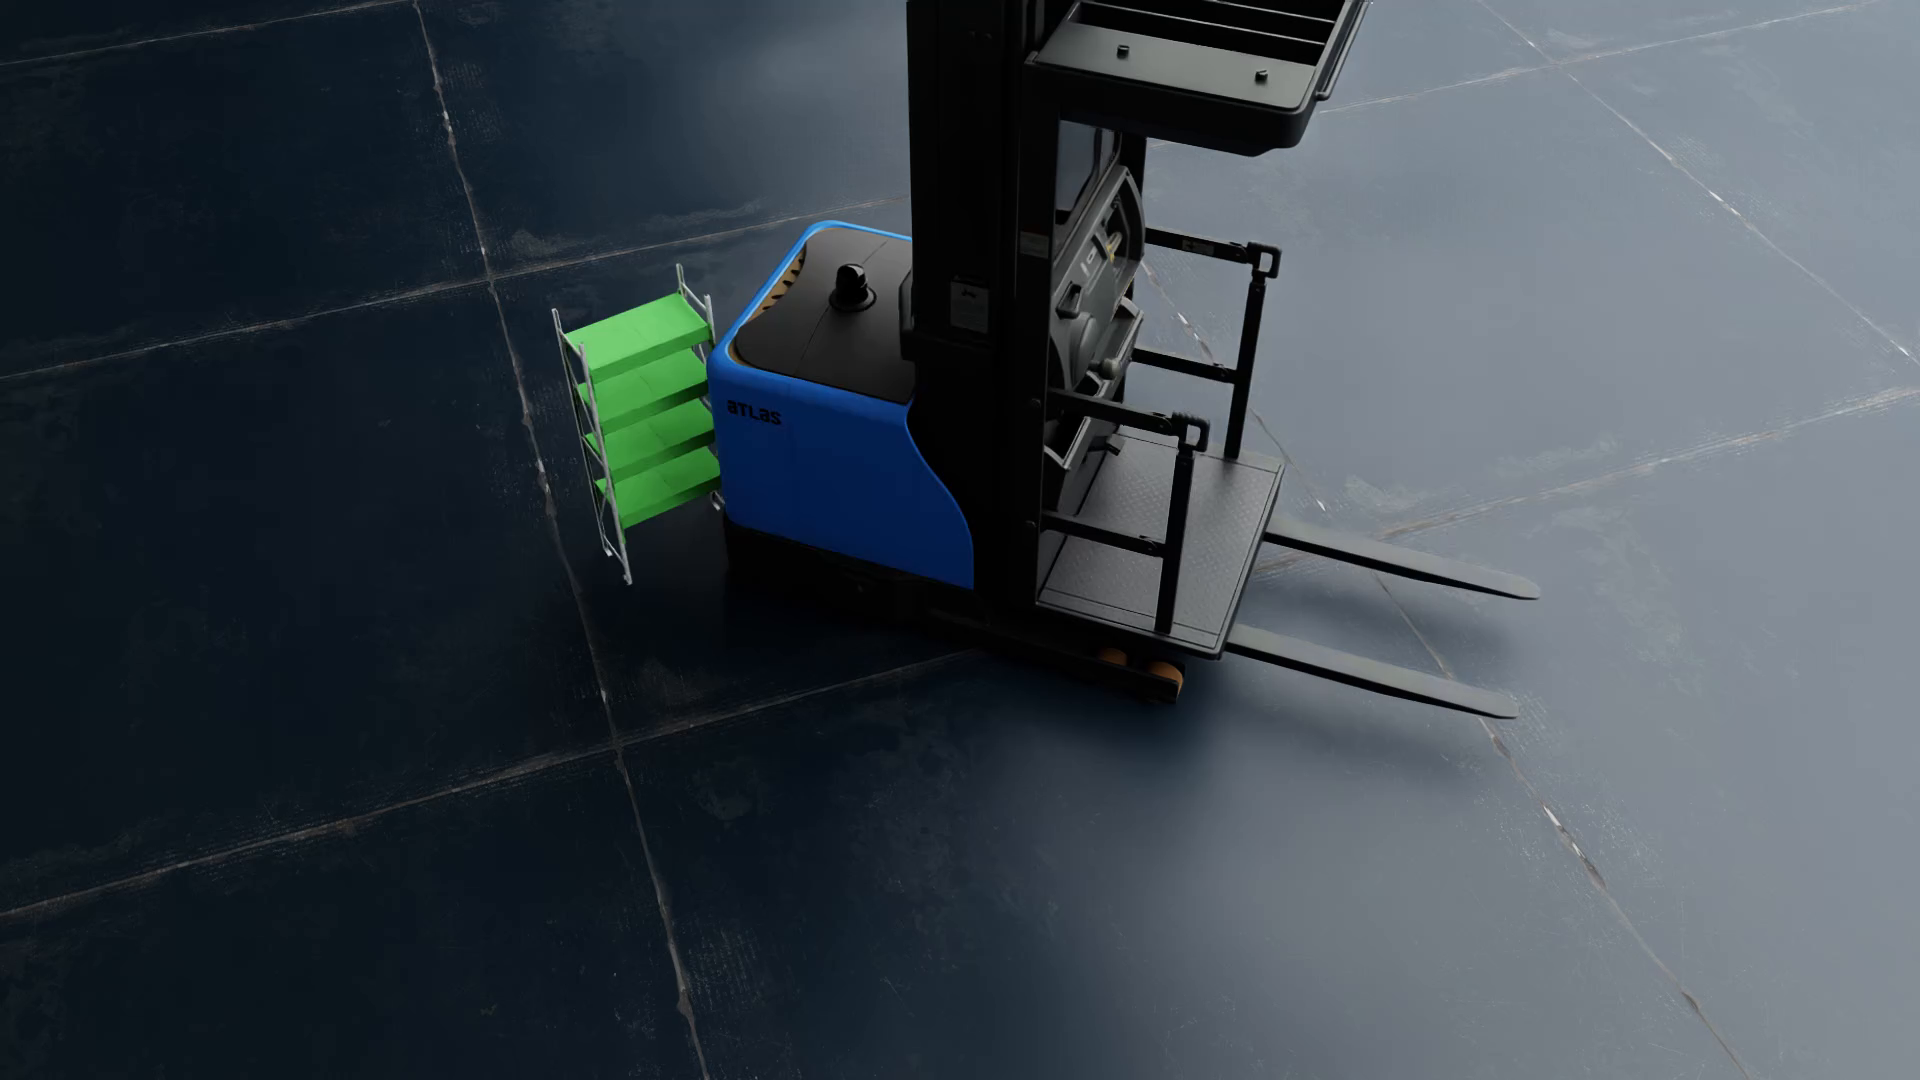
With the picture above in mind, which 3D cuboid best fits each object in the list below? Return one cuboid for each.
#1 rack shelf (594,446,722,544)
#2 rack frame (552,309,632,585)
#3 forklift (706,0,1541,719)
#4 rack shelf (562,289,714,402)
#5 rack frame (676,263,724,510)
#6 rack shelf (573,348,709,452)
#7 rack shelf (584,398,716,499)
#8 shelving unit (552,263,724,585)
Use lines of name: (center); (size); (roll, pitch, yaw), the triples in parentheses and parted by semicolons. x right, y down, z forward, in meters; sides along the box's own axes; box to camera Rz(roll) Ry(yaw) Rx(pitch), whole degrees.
rack shelf: (-1.165, -0.201, 6.533); (0.480, 0.148, 0.258); (-25, 50, -23)
rack frame: (-1.368, -0.320, 6.222); (0.015, 1.200, 0.240); (-25, 50, -23)
forklift: (0.651, -0.856, 5.533); (3.031, 2.935, 1.130); (15, 47, 14)
rack shelf: (-1.165, -0.710, 6.023); (0.480, 0.148, 0.258); (-25, 50, -23)
rack frame: (-0.963, -0.512, 6.413); (0.015, 1.200, 0.240); (-25, 50, -23)
rack shelf: (-1.165, -0.540, 6.193); (0.480, 0.148, 0.258); (-25, 50, -23)
rack shelf: (-1.165, -0.371, 6.363); (0.480, 0.148, 0.258); (-25, 50, -23)
shelving unit: (-1.165, -0.416, 6.317); (0.503, 1.200, 0.258); (-25, 50, -23)
